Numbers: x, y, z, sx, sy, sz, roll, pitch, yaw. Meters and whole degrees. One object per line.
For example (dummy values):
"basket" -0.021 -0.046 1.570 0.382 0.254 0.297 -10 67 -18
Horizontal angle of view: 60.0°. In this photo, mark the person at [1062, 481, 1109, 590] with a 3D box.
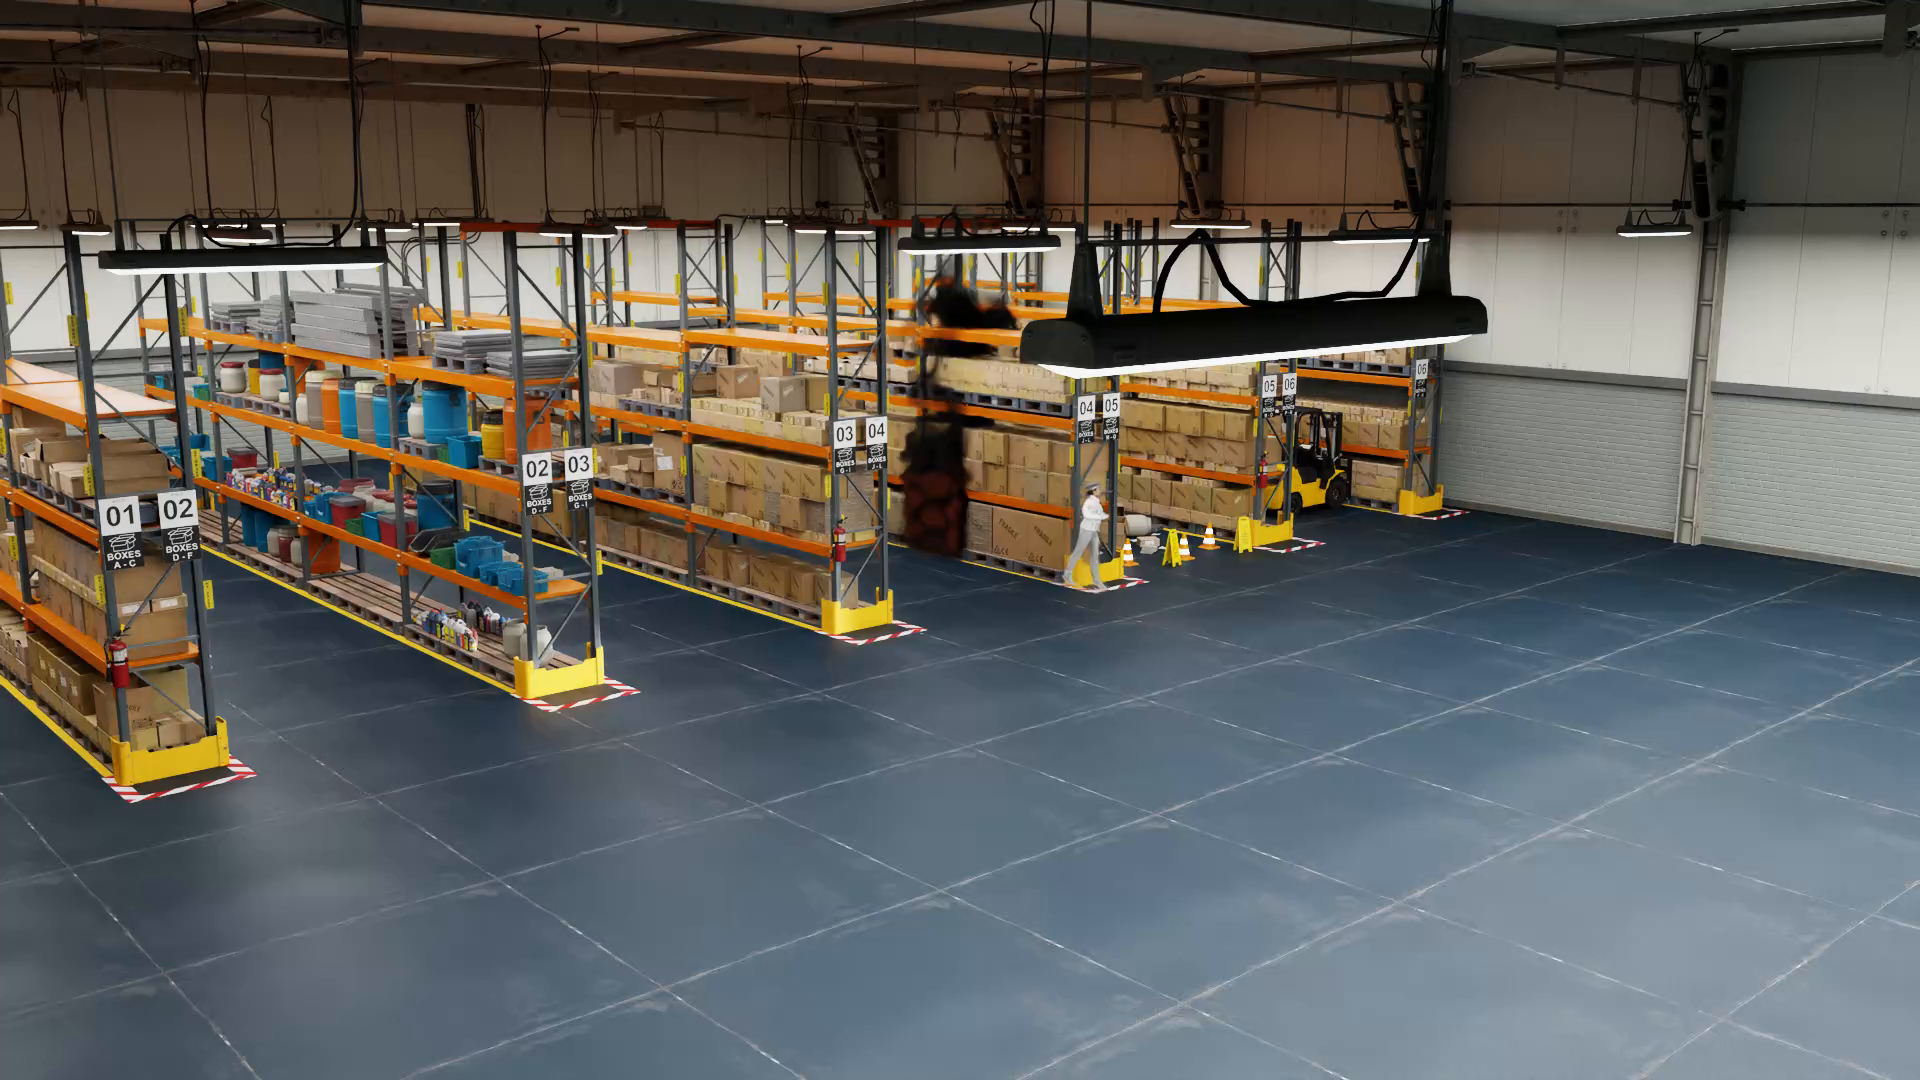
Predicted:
"person" 2.091 -0.101 26.703 0.757 1.722 0.621 5 13 24

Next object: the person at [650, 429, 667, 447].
"person" -6.302 -1.563 35.480 0.605 1.623 0.603 10 15 41

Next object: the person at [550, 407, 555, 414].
"person" -9.770 -2.390 39.739 0.554 1.583 0.817 1 12 7
